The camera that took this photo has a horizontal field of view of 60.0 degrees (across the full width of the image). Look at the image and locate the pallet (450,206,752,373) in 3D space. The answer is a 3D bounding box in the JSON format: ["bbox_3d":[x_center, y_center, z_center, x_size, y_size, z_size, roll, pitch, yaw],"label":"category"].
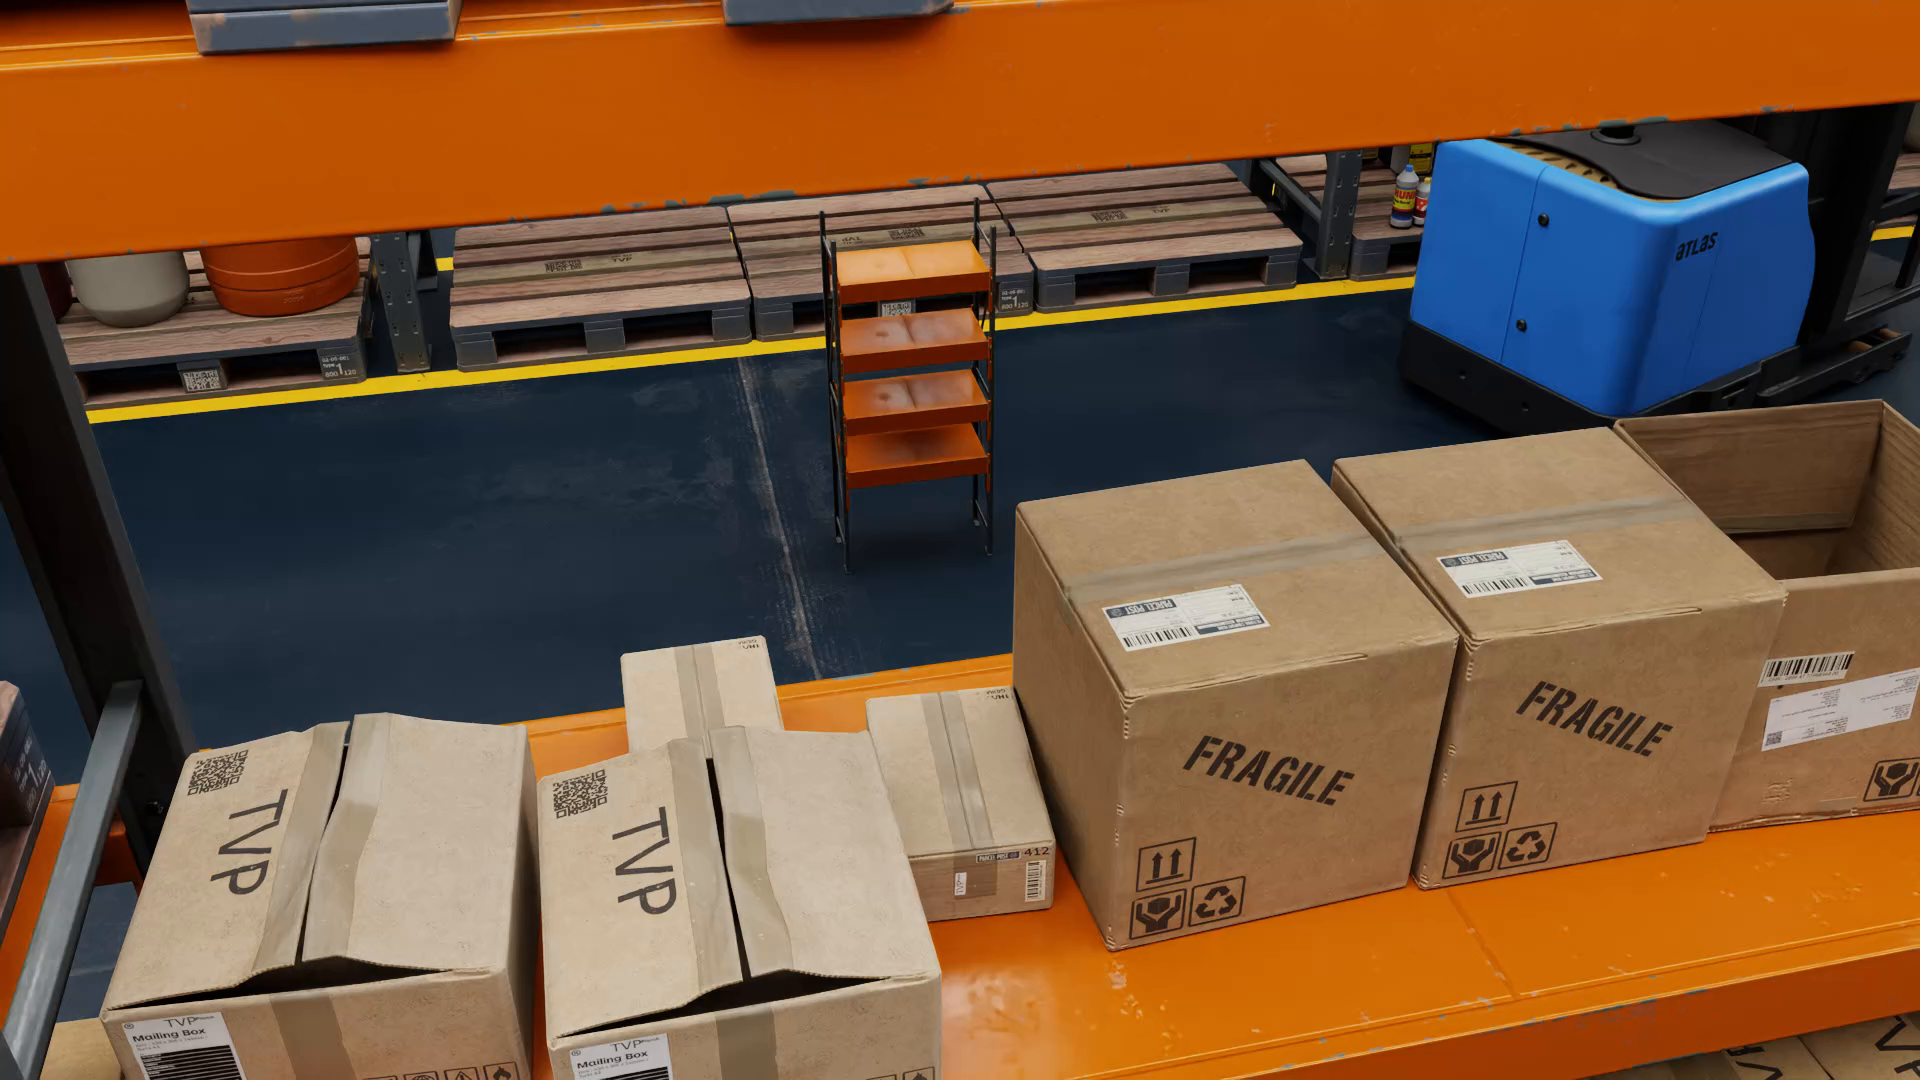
[{"bbox_3d":[-1.563,-1.110,7.214,1.213,0.211,1.003,-7,35,-11],"label":"pallet"}]

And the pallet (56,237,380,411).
[{"bbox_3d":[-3.087,-0.916,6.926,1.213,0.211,1.003,-7,35,-11],"label":"pallet"}]

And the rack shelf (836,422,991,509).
[{"bbox_3d":[-0.161,-0.257,5.533,0.480,0.148,0.258,-7,35,-11],"label":"rack shelf"}]

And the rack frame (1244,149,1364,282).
[{"bbox_3d":[1.574,-2.685,7.060,0.127,3.000,1.000,-7,35,-11],"label":"rack frame"}]

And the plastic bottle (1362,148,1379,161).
[{"bbox_3d":[1.970,-1.979,8.049,0.133,0.283,0.061,-6,34,-8],"label":"plastic bottle"}]

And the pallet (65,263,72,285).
[{"bbox_3d":[-4.275,-0.768,6.705,1.213,0.211,1.003,-7,35,-11],"label":"pallet"}]

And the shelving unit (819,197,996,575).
[{"bbox_3d":[-0.161,-0.478,5.385,0.503,1.200,0.258,-7,35,-11],"label":"shelving unit"}]

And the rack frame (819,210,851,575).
[{"bbox_3d":[-0.399,-0.448,5.341,0.015,1.200,0.240,-7,35,-11],"label":"rack frame"}]

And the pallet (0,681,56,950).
[{"bbox_3d":[-1.884,0.700,2.187,1.003,0.211,1.213,-7,35,-11],"label":"pallet"}]

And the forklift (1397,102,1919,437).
[{"bbox_3d":[3.250,-2.072,6.207,3.031,2.935,1.130,-20,39,-27],"label":"forklift"}]

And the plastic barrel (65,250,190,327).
[{"bbox_3d":[-3.332,-1.148,6.624,0.421,0.512,0.421,0,34,0],"label":"plastic barrel"}]

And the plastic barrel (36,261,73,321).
[{"bbox_3d":[-3.902,-1.158,6.572,0.708,0.588,0.600,-7,35,-11],"label":"plastic barrel"}]

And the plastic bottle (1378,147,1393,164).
[{"bbox_3d":[2.139,-2.004,8.027,0.185,0.351,0.144,-8,35,-12],"label":"plastic bottle"}]

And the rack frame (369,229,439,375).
[{"bbox_3d":[-2.327,-2.194,6.327,0.127,3.000,1.000,-7,35,-11],"label":"rack frame"}]

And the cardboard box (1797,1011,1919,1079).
[{"bbox_3d":[1.825,1.015,3.133,0.500,0.311,0.500,-6,34,-9],"label":"cardboard box"}]

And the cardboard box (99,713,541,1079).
[{"bbox_3d":[-0.874,0.515,2.371,0.500,0.311,0.500,-5,34,-8],"label":"cardboard box"}]

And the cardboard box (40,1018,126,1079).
[{"bbox_3d":[-1.745,1.255,3.037,0.500,0.500,0.500,-6,34,-9],"label":"cardboard box"}]

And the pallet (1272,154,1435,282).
[{"bbox_3d":[2.238,-1.587,7.926,1.213,0.211,1.003,-7,35,-11],"label":"pallet"}]

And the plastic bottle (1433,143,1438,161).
[{"bbox_3d":[2.326,-2.027,8.062,0.185,0.351,0.144,-9,35,-13],"label":"plastic bottle"}]

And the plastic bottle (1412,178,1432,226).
[{"bbox_3d":[2.081,-1.519,7.439,0.097,0.201,0.097,0,34,0],"label":"plastic bottle"}]

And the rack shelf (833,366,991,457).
[{"bbox_3d":[-0.161,-0.422,5.423,0.480,0.148,0.258,-7,35,-11],"label":"rack shelf"}]

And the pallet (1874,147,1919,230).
[{"bbox_3d":[4.618,-1.887,8.373,1.213,0.211,1.003,-7,35,-11],"label":"pallet"}]

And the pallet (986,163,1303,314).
[{"bbox_3d":[0.817,-1.410,7.661,1.213,0.211,1.003,-7,35,-11],"label":"pallet"}]

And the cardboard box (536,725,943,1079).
[{"bbox_3d":[-0.323,0.531,2.346,0.500,0.311,0.500,-8,35,-11],"label":"cardboard box"}]

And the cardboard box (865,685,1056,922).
[{"bbox_3d":[-0.007,0.416,2.664,0.250,0.149,0.380,-5,34,-7],"label":"cardboard box"}]

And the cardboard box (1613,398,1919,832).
[{"bbox_3d":[1.397,0.116,2.795,0.500,0.500,0.500,-5,34,-7],"label":"cardboard box"}]

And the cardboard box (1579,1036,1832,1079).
[{"bbox_3d":[1.338,1.075,3.044,0.500,0.311,0.500,-7,35,-11],"label":"cardboard box"}]

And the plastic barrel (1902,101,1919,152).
[{"bbox_3d":[4.850,-2.196,8.186,0.421,0.512,0.421,0,34,0],"label":"plastic barrel"}]

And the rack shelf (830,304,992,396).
[{"bbox_3d":[-0.161,-0.608,5.298,0.480,0.148,0.258,-7,35,-11],"label":"rack shelf"}]

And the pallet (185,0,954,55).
[{"bbox_3d":[-0.596,-0.800,1.728,1.003,0.211,1.213,-6,34,-8],"label":"pallet"}]

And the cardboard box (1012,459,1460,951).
[{"bbox_3d":[0.395,0.242,2.607,0.500,0.500,0.500,-9,35,-13],"label":"cardboard box"}]

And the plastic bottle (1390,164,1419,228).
[{"bbox_3d":[1.981,-1.536,7.401,0.097,0.271,0.097,0,34,0],"label":"plastic bottle"}]

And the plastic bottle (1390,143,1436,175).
[{"bbox_3d":[2.170,-1.926,7.910,0.185,0.351,0.144,-7,35,-11],"label":"plastic bottle"}]

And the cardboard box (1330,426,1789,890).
[{"bbox_3d":[0.908,0.178,2.704,0.500,0.500,0.500,-7,35,-10],"label":"cardboard box"}]

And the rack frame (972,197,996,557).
[{"bbox_3d":[0.077,-0.508,5.430,0.015,1.200,0.240,-7,35,-11],"label":"rack frame"}]

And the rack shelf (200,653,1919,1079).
[{"bbox_3d":[0.712,0.552,2.881,4.000,0.370,1.077,-7,35,-11],"label":"rack shelf"}]

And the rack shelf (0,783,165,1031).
[{"bbox_3d":[-3.189,1.044,2.149,4.000,0.370,1.077,-7,35,-11],"label":"rack shelf"}]

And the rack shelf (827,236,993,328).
[{"bbox_3d":[-0.161,-0.804,5.166,0.480,0.148,0.258,-7,35,-11],"label":"rack shelf"}]

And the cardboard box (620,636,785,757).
[{"bbox_3d":[-0.422,0.343,2.773,0.250,0.149,0.380,-7,35,-11],"label":"cardboard box"}]

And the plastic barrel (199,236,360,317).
[{"bbox_3d":[-2.801,-1.397,6.711,0.708,0.830,0.600,-7,35,-11],"label":"plastic barrel"}]

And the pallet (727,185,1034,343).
[{"bbox_3d":[-0.376,-1.258,7.435,1.213,0.211,1.003,-7,35,-11],"label":"pallet"}]
